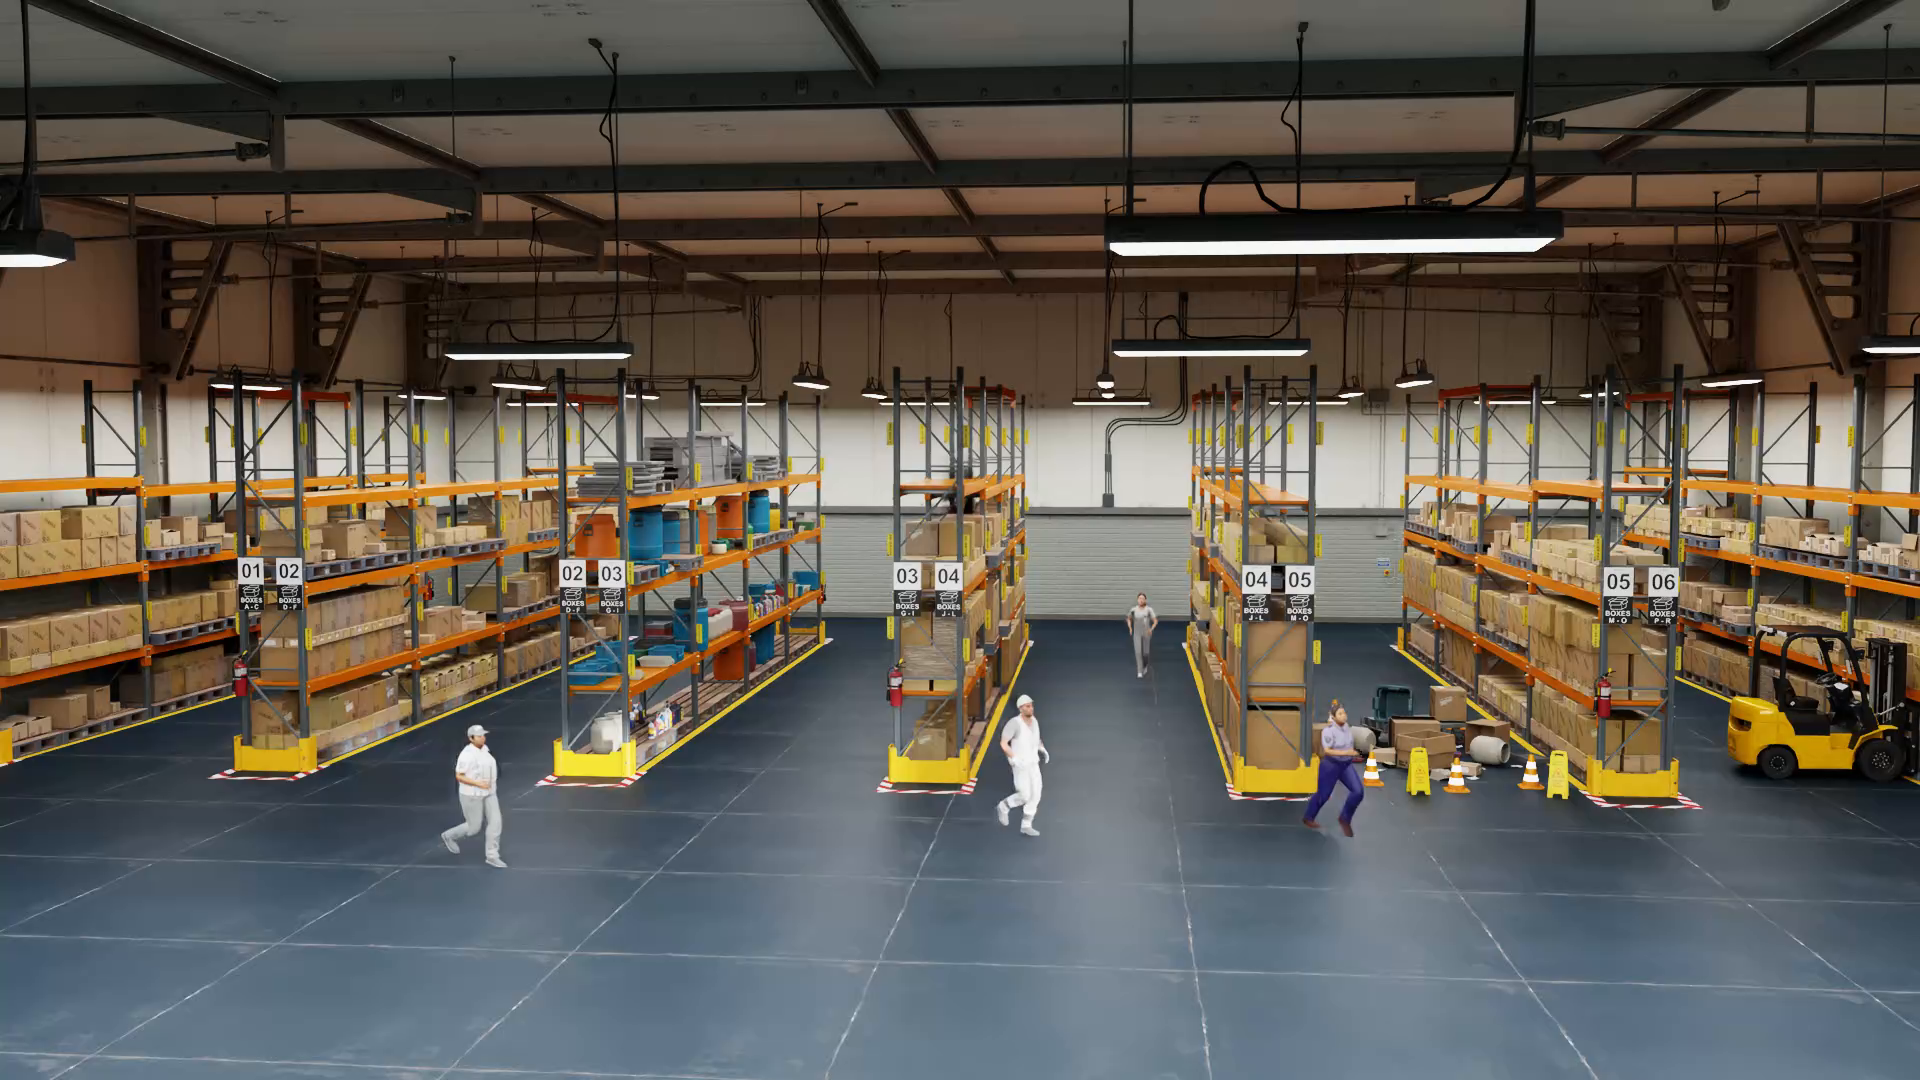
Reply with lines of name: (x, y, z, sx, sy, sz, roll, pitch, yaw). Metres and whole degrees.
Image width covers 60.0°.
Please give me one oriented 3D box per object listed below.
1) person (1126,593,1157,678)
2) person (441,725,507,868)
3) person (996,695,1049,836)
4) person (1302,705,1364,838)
person: (3.550, 1.865, 32.621, 0.581, 1.635, 0.694, 1, 4, 9)
person: (-5.659, 2.985, 19.432, 0.841, 1.667, 0.607, 2, 4, 24)
person: (0.782, 2.825, 21.004, 0.681, 1.760, 0.634, -3, 5, -44)
person: (4.729, 2.889, 20.886, 0.613, 1.664, 0.856, -2, 4, -32)
